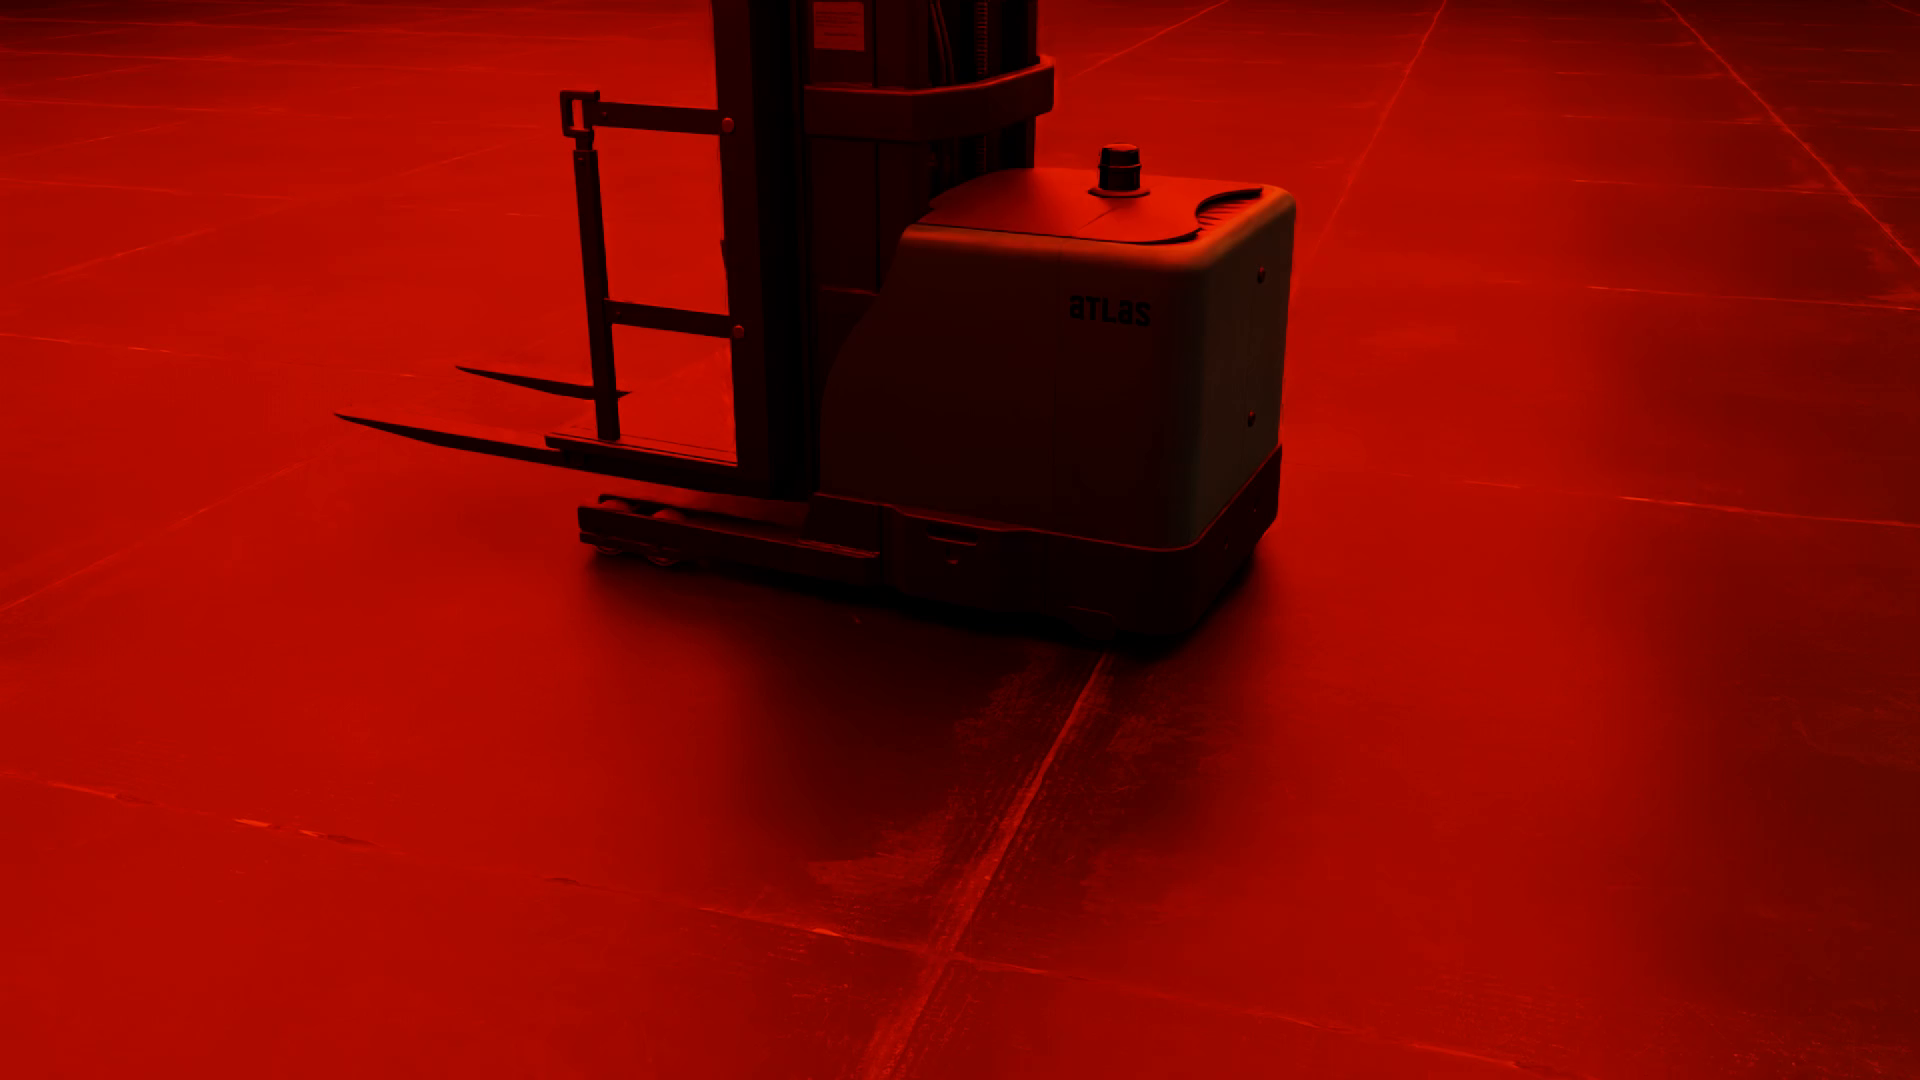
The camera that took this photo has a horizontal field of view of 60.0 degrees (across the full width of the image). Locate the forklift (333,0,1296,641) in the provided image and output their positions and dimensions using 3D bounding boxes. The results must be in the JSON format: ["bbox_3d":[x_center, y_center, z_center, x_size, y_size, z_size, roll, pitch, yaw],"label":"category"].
[{"bbox_3d":[-0.586,-1.449,4.790,3.031,2.935,1.130,10,24,23],"label":"forklift"}]
